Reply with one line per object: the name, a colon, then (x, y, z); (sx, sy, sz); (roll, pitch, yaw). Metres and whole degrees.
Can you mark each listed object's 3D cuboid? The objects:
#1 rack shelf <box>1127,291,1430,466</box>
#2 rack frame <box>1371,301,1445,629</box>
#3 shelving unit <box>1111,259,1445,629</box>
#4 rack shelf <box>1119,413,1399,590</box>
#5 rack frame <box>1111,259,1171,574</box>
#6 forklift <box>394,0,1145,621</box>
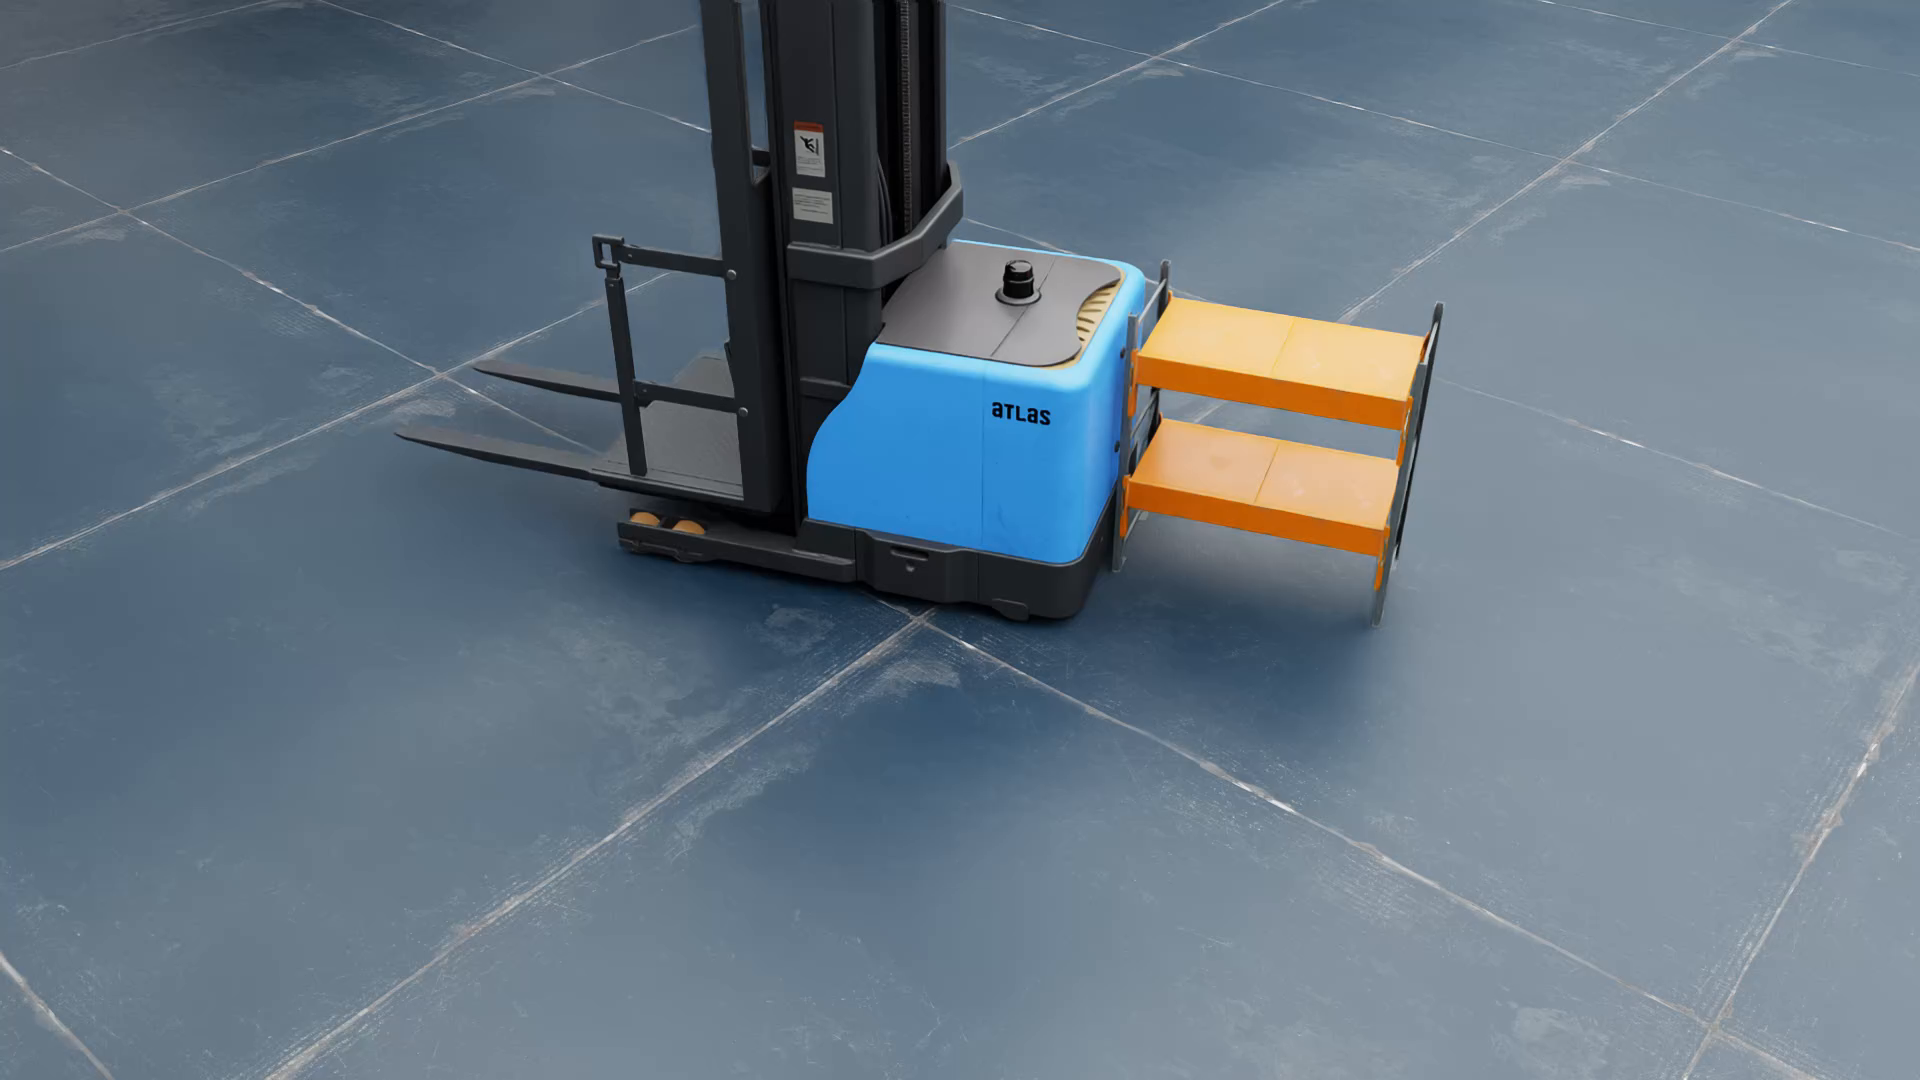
rack shelf: (1.176, -0.607, 6.124); (1.000, 0.278, 0.538); (12, 36, 17)
rack frame: (1.653, -0.266, 6.143); (0.032, 1.125, 0.500); (12, 36, 17)
shelving unit: (1.176, -0.366, 6.290); (1.048, 1.125, 0.538); (12, 36, 17)
rack shelf: (1.176, -0.165, 6.428); (1.000, 0.278, 0.538); (12, 36, 17)
rack frame: (0.700, -0.467, 6.436); (0.032, 1.125, 0.500); (12, 36, 17)
forklift: (-0.848, -1.390, 6.184); (3.031, 2.935, 1.130); (10, 36, 15)
